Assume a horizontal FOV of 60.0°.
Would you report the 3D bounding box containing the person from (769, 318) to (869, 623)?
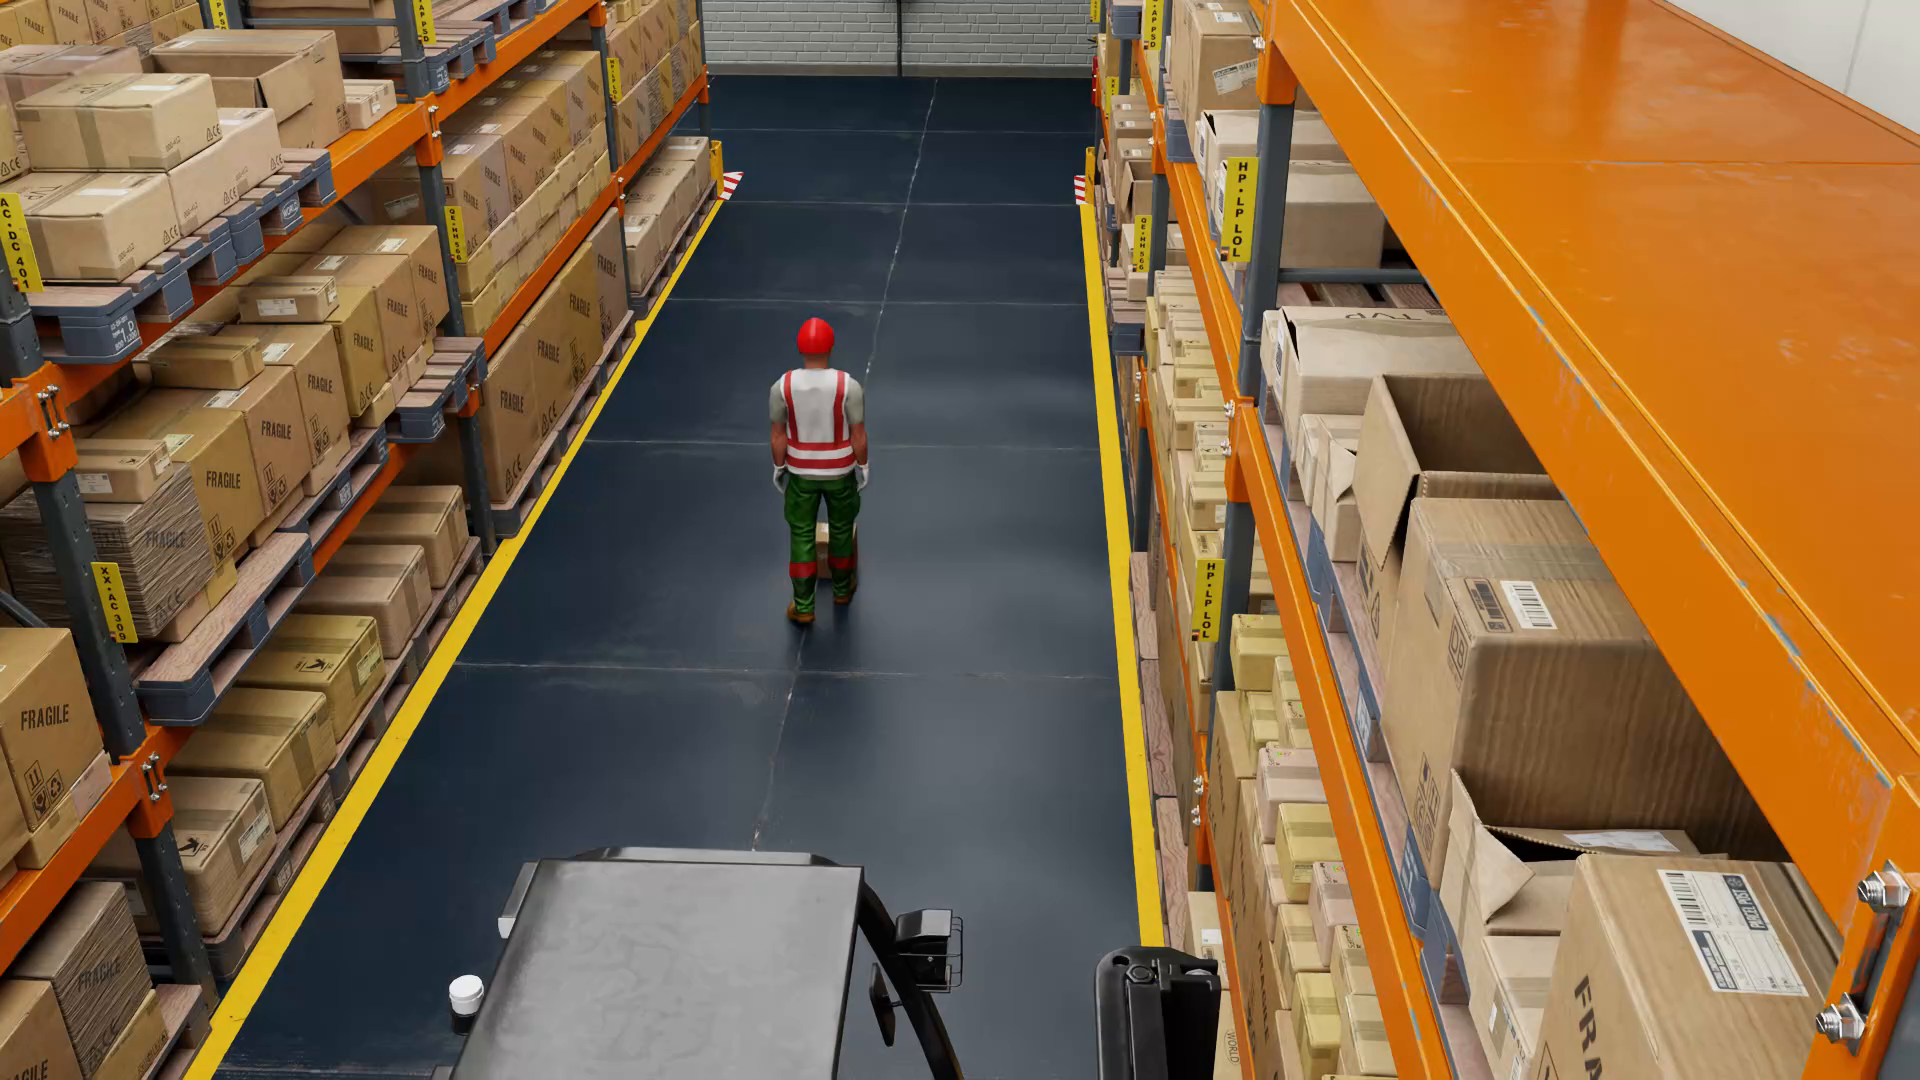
[{"bbox_3d":[-0.779,-0.407,9.375,0.538,1.812,0.598,1,28,2],"label":"person"}]
